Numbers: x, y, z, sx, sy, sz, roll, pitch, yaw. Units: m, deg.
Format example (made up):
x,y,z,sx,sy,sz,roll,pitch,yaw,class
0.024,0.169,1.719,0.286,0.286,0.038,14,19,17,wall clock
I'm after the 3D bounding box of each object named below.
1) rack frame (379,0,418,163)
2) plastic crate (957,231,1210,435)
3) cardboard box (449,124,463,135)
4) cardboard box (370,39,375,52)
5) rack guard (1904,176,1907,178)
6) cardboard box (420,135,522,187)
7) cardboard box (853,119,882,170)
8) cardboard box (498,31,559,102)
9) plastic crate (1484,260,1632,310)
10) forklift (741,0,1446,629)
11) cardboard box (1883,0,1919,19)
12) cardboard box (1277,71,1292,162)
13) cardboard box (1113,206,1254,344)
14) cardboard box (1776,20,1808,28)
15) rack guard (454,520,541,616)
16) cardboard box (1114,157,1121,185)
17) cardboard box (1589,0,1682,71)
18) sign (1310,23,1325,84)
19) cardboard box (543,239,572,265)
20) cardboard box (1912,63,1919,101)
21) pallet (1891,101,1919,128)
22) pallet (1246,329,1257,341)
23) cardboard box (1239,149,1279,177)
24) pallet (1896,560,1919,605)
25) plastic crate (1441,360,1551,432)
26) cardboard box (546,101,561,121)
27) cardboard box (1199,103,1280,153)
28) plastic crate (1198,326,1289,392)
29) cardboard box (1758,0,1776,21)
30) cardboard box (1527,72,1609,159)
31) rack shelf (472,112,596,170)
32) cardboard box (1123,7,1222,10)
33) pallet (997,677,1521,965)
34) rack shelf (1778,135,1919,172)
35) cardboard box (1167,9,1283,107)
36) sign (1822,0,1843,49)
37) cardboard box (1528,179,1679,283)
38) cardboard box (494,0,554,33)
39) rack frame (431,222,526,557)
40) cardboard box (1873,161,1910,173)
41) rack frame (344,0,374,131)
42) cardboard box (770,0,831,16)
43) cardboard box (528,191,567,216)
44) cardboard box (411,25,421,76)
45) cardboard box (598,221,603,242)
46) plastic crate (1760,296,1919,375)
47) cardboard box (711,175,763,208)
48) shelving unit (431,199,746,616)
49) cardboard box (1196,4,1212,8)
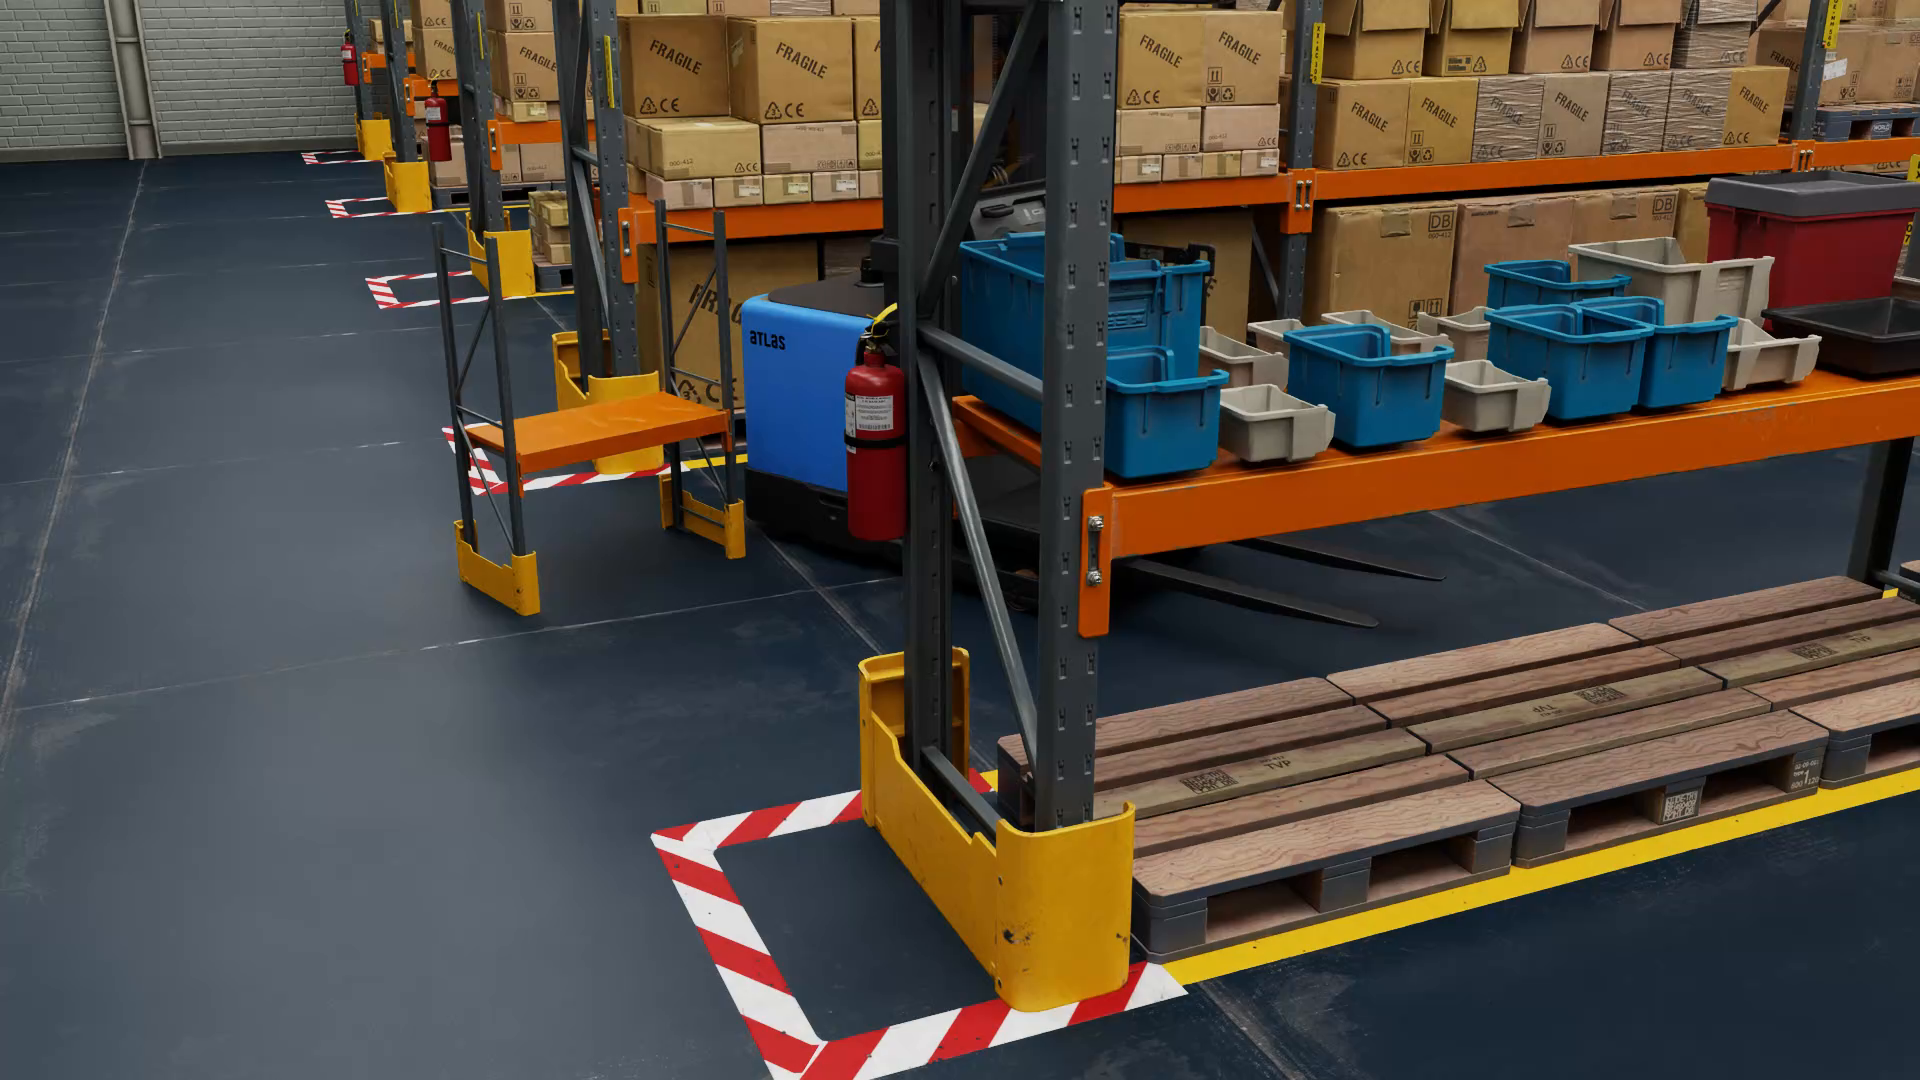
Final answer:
x,y,z,sx,sy,sz,roll,pitch,yaw,class
-5.804,-4.965,17.107,0.127,3.000,1.000,-8,21,-22,rack frame
0.317,-0.579,4.506,0.499,0.435,0.616,-8,21,-22,plastic crate
-6.769,-5.427,22.080,0.250,0.149,0.380,-9,21,-24,cardboard box
-7.575,-6.485,21.803,0.250,0.149,0.380,-8,21,-23,cardboard box
10.963,-4.398,19.260,0.348,0.500,1.175,-8,21,-22,rack guard
-5.237,-4.072,17.796,0.875,0.438,0.875,-9,21,-24,cardboard box
-0.393,-2.129,8.830,0.500,0.250,0.500,-9,21,-24,cardboard box
-3.229,-3.631,12.720,0.500,0.500,0.500,-7,21,-19,cardboard box
1.868,-0.731,5.242,0.300,0.233,0.416,-8,21,-22,plastic crate
0.492,-1.255,6.673,3.031,2.935,1.130,15,24,35,forklift
10.117,-6.016,18.241,0.550,0.550,0.875,-8,21,-22,cardboard box
2.116,-2.661,10.414,0.500,0.500,0.500,-8,21,-22,cardboard box
1.157,-1.603,10.125,0.875,0.875,0.875,-8,21,-22,cardboard box
8.641,-5.285,17.790,0.550,0.550,0.875,-8,21,-22,cardboard box
-1.907,0.107,6.842,0.087,0.250,0.587,-16,25,-39,rack guard
0.700,-2.075,9.278,0.250,0.149,0.380,-8,21,-21,cardboard box
4.190,-3.340,10.830,0.637,0.503,0.797,-8,21,-21,cardboard box
2.016,-2.746,9.382,0.005,0.325,0.100,-8,21,-22,sign
-3.142,-2.294,13.180,0.250,0.149,0.380,-8,21,-21,cardboard box
7.097,-3.273,11.896,0.500,0.250,0.500,-9,21,-23,cardboard box
7.269,-3.178,12.320,1.213,0.211,1.003,-8,21,-22,pallet
2.473,-1.279,10.836,1.213,0.211,1.003,-8,21,-22,pallet
1.644,-2.211,9.663,0.250,0.149,0.380,-8,21,-22,cardboard box
4.481,0.267,6.445,1.213,0.211,1.003,-8,21,-22,pallet
1.391,-0.375,4.377,0.298,0.136,0.250,-8,21,-22,plastic crate
-3.106,-3.339,12.868,0.250,0.149,0.380,-7,21,-20,cardboard box
1.493,-2.401,9.602,0.500,0.250,0.500,-9,21,-23,cardboard box
0.761,-0.499,4.730,0.243,0.136,0.396,-8,21,-22,plastic crate
8.080,-5.774,17.551,0.550,0.550,0.875,-8,21,-22,cardboard box
3.709,-2.703,10.530,0.500,0.500,0.500,-8,21,-21,cardboard box
-1.914,-3.393,13.725,4.000,0.370,1.077,-8,21,-22,rack shelf
1.253,-2.908,9.912,0.500,0.500,0.500,-8,21,-22,cardboard box
0.856,0.786,4.972,1.213,0.211,1.003,-8,21,-22,pallet
7.304,-2.919,12.380,4.000,0.370,1.077,-8,21,-22,rack shelf
1.478,-2.751,9.467,0.500,0.500,0.500,-8,21,-20,cardboard box
5.690,-3.373,10.842,0.005,0.325,0.100,-8,21,-22,sign
4.004,-1.992,11.230,0.875,0.875,1.225,-8,21,-22,cardboard box
-3.233,-4.106,12.564,0.500,0.500,0.500,-8,21,-22,cardboard box
-1.908,-0.482,6.634,0.032,1.500,0.500,-16,25,-39,rack frame
10.345,-4.660,18.808,0.875,0.875,0.875,-8,21,-22,cardboard box
-7.773,-6.478,21.405,0.127,3.000,1.000,-8,21,-22,rack frame
-1.350,-4.377,13.334,0.500,0.500,0.500,-8,21,-21,cardboard box
-3.364,-2.750,13.580,0.250,0.149,0.380,-8,21,-21,cardboard box
-5.466,-5.157,17.500,0.500,0.500,0.500,-8,21,-22,cardboard box
-2.894,-2.472,13.239,0.250,0.149,0.380,-8,21,-22,cardboard box
2.835,-0.628,5.114,0.590,0.125,0.437,-8,21,-22,plastic crate
-1.187,-1.805,8.510,0.250,0.149,0.380,-8,21,-23,cardboard box
-1.533,-0.592,6.946,1.083,1.500,0.587,-16,25,-39,shelving unit
3.008,-6.534,20.333,0.500,0.500,0.500,-8,21,-21,cardboard box
